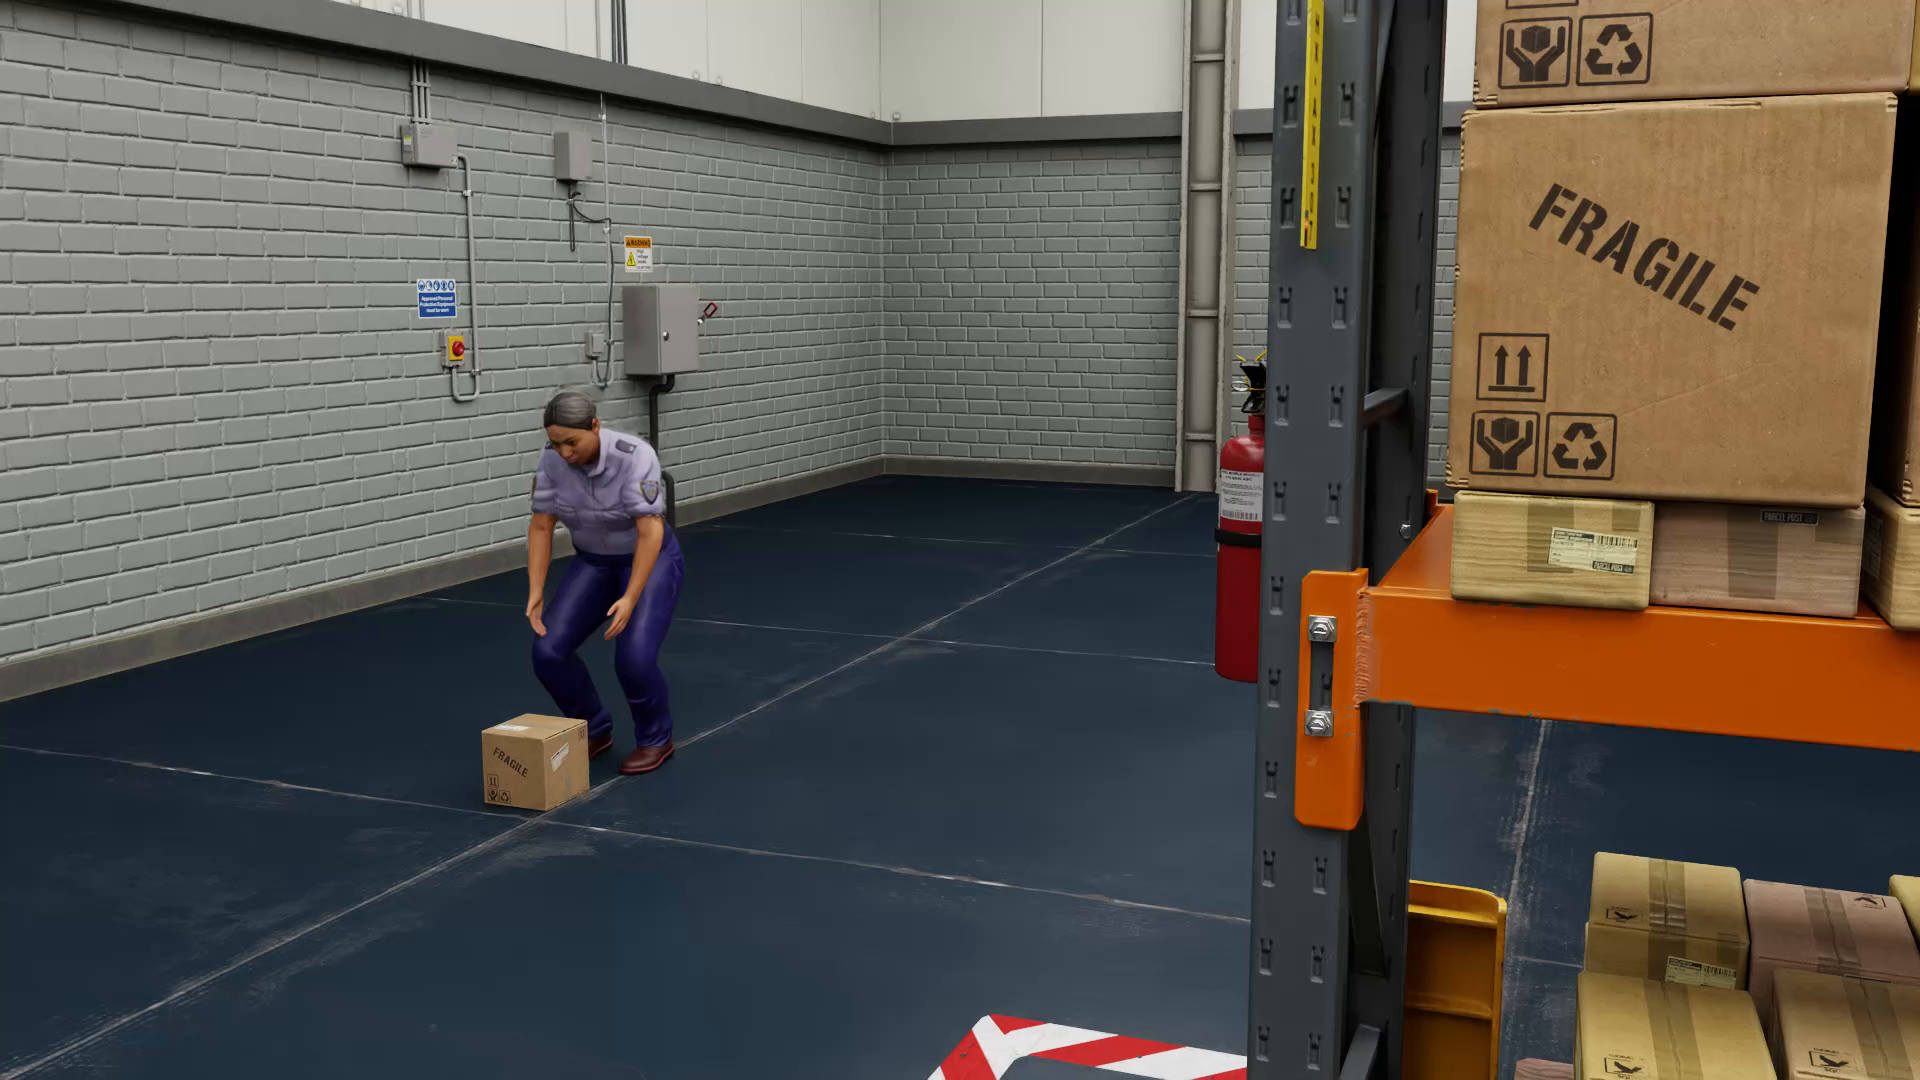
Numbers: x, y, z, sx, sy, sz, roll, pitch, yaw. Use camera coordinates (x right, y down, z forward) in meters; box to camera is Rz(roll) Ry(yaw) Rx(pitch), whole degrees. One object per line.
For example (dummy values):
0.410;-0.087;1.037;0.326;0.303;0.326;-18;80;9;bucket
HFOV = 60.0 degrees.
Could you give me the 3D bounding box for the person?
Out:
-1.238;0.143;5.930;0.534;1.368;0.655;3;9;21;person
